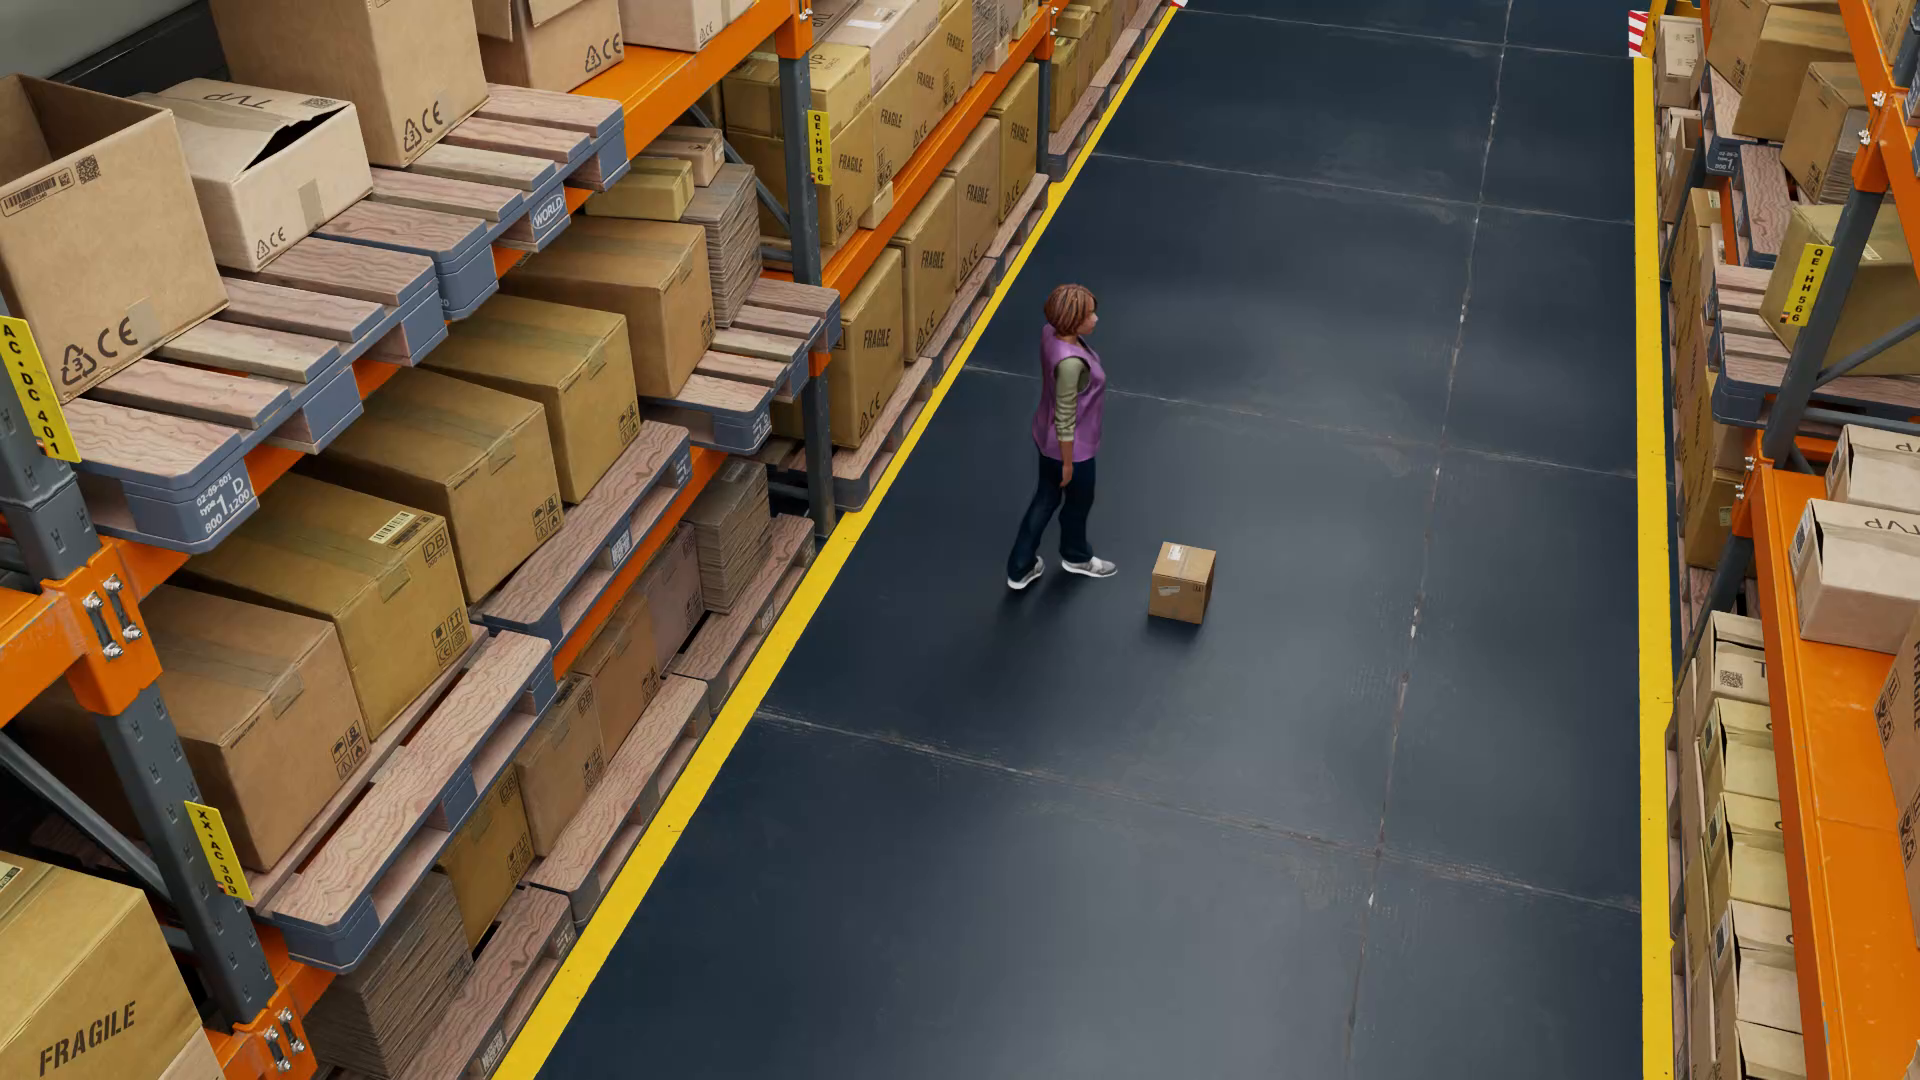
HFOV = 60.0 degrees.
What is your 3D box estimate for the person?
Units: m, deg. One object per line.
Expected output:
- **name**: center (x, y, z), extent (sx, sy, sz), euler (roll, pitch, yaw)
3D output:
- **person**: center (0.474, -0.454, 7.490), extent (0.568, 1.610, 0.500), euler (-10, 39, -13)
